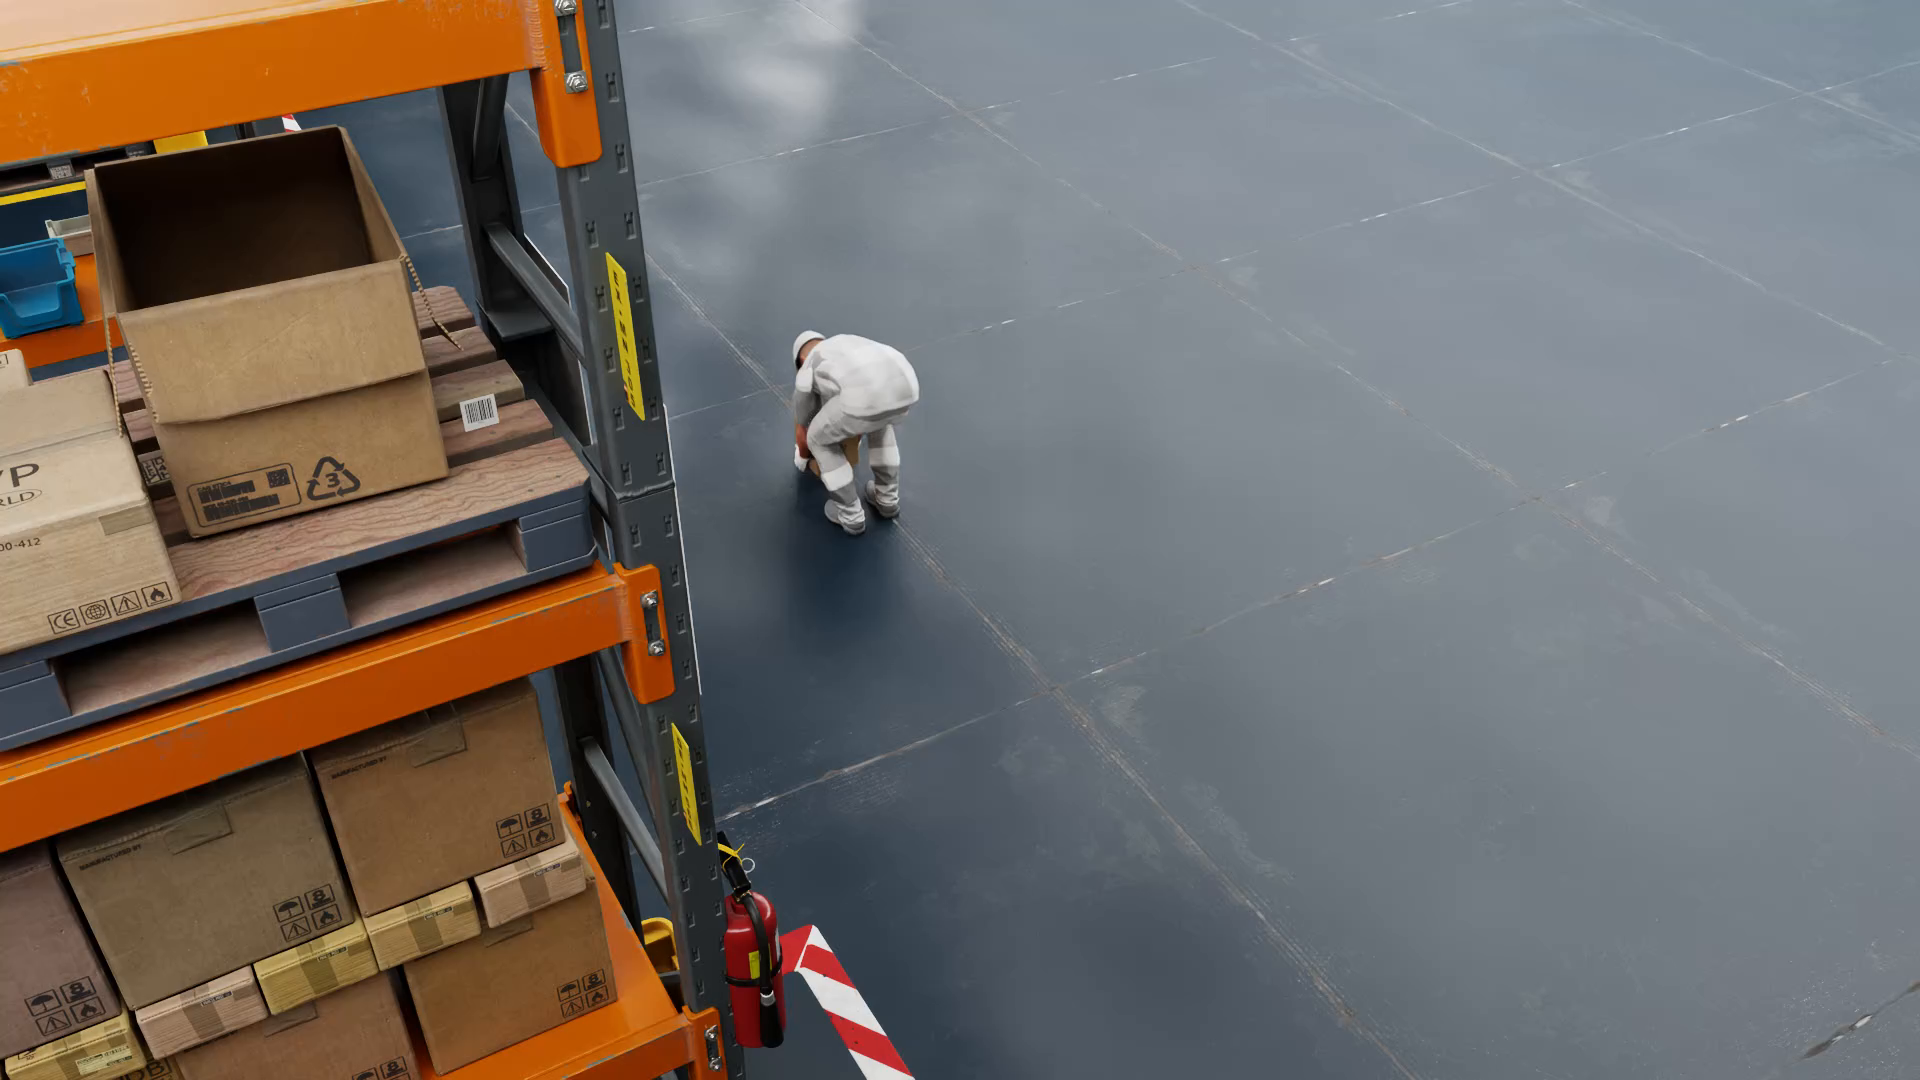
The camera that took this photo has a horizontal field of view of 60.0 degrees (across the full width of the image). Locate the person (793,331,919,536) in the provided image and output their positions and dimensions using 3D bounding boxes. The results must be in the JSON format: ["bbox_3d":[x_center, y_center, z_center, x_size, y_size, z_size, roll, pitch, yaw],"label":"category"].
[{"bbox_3d":[-0.575,-0.615,8.402,0.524,0.997,0.950,-21,41,-26],"label":"person"}]
